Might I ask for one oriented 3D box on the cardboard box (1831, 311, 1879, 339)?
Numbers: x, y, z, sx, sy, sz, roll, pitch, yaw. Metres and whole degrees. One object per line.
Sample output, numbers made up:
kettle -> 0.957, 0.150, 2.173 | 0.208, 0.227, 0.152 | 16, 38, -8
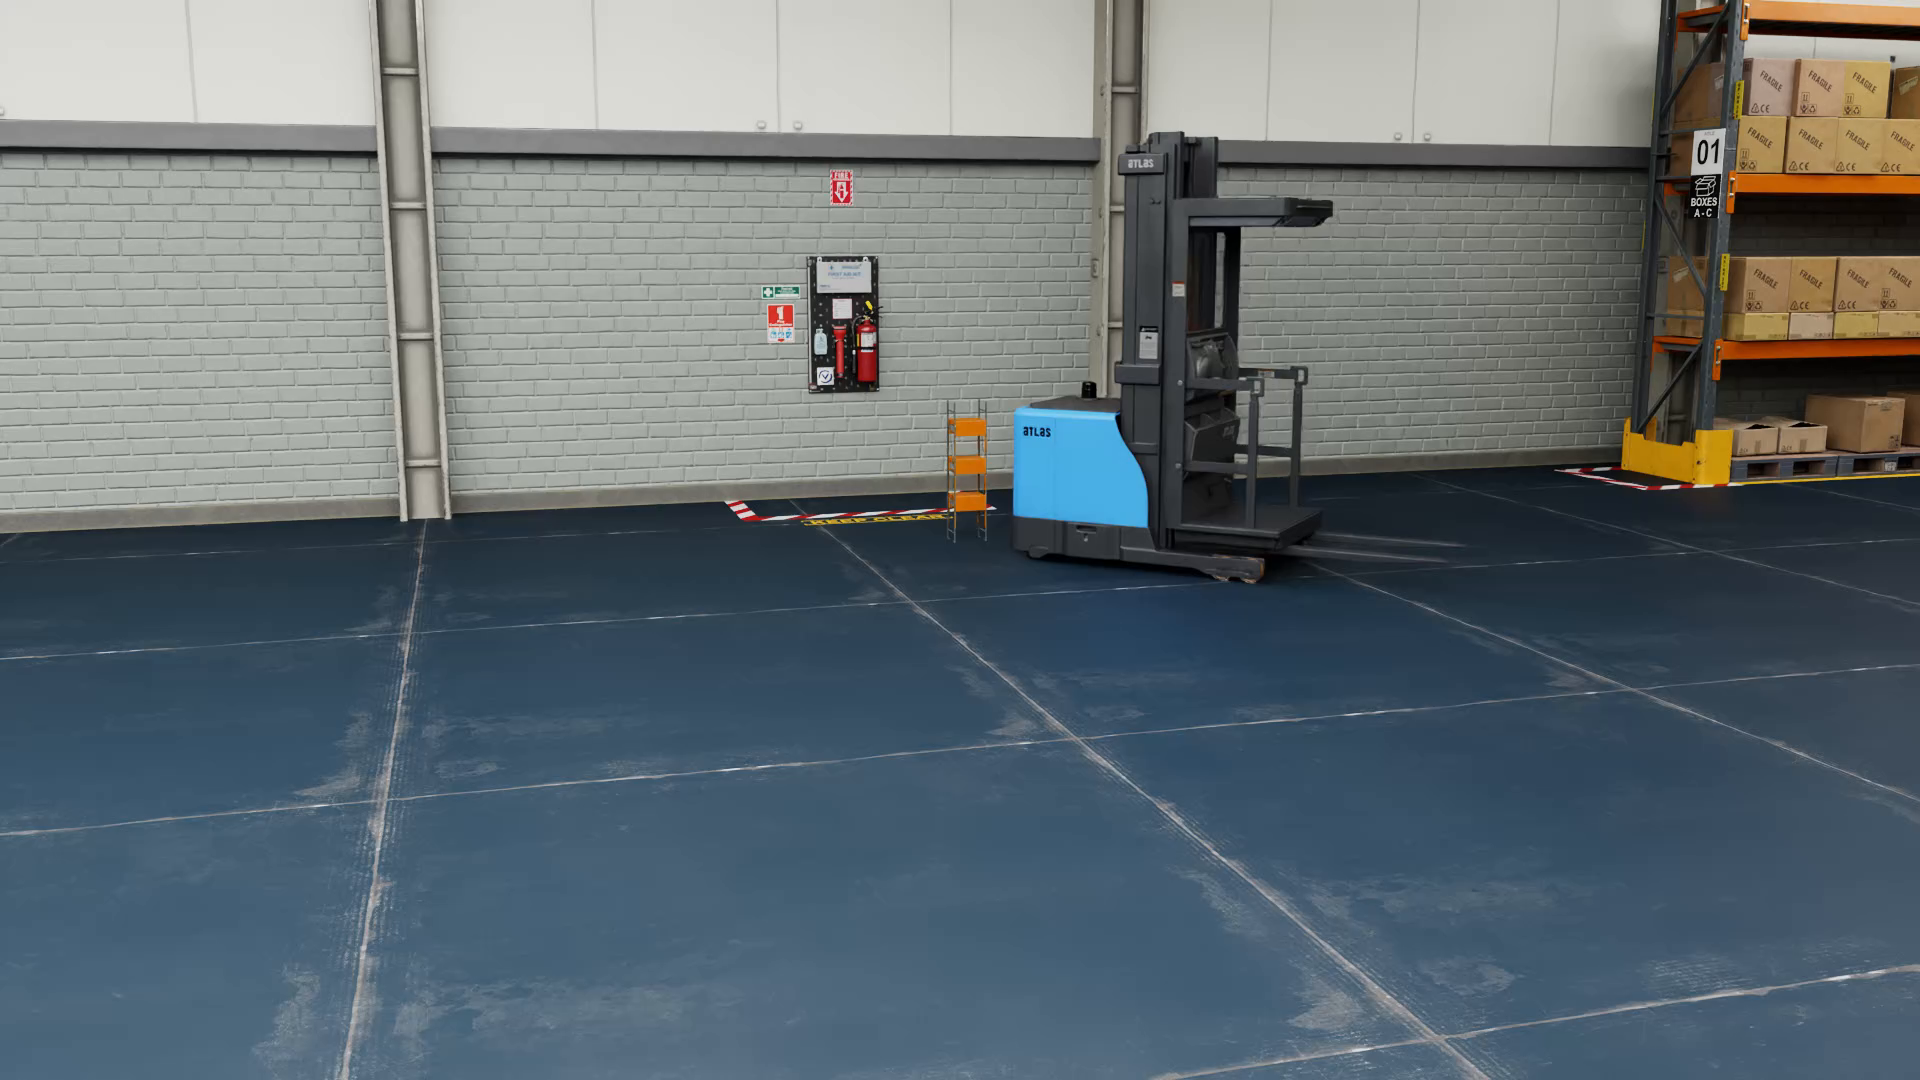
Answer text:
cardboard box -> 8.281, -2.044, 15.723 | 0.500, 0.250, 0.500 | -3, 11, -17

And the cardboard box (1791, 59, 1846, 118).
cardboard box -> 7.672, -4.105, 15.180 | 0.500, 0.500, 0.500 | -3, 11, -17

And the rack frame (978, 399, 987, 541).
rack frame -> 0.169, -0.525, 12.500 | 0.008, 1.050, 0.200 | -3, 11, -16

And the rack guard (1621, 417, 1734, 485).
rack guard -> 6.812, -0.859, 15.834 | 0.348, 0.500, 1.175 | -3, 11, -16

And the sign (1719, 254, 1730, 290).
sign -> 6.891, -2.416, 14.996 | 0.005, 0.325, 0.100 | -3, 11, -16

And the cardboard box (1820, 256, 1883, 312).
cardboard box -> 8.256, -2.410, 15.640 | 0.500, 0.500, 0.500 | -3, 11, -18

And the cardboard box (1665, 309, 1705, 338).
cardboard box -> 7.133, -2.078, 15.910 | 0.500, 0.250, 0.500 | -3, 11, -15

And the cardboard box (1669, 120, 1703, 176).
cardboard box -> 7.069, -3.684, 15.658 | 0.500, 0.500, 0.500 | -2, 11, -12

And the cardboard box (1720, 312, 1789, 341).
cardboard box -> 7.296, -1.990, 15.432 | 0.500, 0.250, 0.500 | -3, 11, -18

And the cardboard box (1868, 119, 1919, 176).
cardboard box -> 8.661, -3.671, 15.588 | 0.500, 0.500, 0.500 | -2, 11, -12

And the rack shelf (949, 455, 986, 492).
rack shelf -> 0.051, -0.509, 12.468 | 0.240, 0.259, 0.215 | -3, 11, -16

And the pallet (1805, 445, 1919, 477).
pallet -> 8.771, -0.813, 16.381 | 1.213, 0.211, 1.003 | -3, 11, -16

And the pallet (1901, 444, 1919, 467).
pallet -> 9.944, -0.876, 16.720 | 1.213, 0.211, 1.003 | -3, 11, -16

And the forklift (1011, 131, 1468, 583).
forklift -> 1.909, -1.264, 11.315 | 3.031, 2.935, 1.130 | 5, 12, 27

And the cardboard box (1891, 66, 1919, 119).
cardboard box -> 9.152, -4.183, 15.605 | 0.500, 0.500, 0.500 | -3, 11, -18

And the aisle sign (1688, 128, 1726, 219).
aisle sign -> 6.754, -3.308, 15.048 | 0.004, 0.787, 0.394 | -3, 11, -16

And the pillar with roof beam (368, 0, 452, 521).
pillar with roof beam -> -3.149, -3.865, 8.689 | 0.400, 9.000, 9.100 | -3, 11, -16

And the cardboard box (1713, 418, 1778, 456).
cardboard box -> 7.428, -0.998, 15.895 | 0.500, 0.311, 0.500 | -4, 11, -22

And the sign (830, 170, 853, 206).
sign -> -1.011, -3.006, 14.185 | 0.199, 0.298, 0.001 | -3, 11, -16

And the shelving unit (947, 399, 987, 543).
shelving unit -> 0.051, -0.519, 12.466 | 0.252, 1.050, 0.215 | -3, 11, -16

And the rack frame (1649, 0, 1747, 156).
rack frame -> 6.739, -5.035, 15.043 | 0.127, 3.000, 1.000 | -3, 11, -16

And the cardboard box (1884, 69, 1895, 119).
cardboard box -> 8.565, -4.253, 15.985 | 0.500, 0.500, 0.500 | -3, 11, -16

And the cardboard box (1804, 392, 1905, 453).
cardboard box -> 8.694, -1.149, 16.189 | 0.500, 0.500, 0.700 | -4, 11, -20

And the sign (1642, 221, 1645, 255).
sign -> 6.603, -2.907, 15.982 | 0.005, 0.325, 0.100 | -3, 11, -16

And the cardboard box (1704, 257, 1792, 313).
cardboard box -> 7.281, -2.362, 15.378 | 0.500, 0.500, 0.500 | -3, 11, -16

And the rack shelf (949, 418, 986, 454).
rack shelf -> 0.051, -0.788, 12.417 | 0.240, 0.259, 0.215 | -3, 11, -16

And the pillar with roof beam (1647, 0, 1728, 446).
pillar with roof beam -> 8.372, -4.473, 11.987 | 0.400, 9.000, 9.100 | -3, 11, -16

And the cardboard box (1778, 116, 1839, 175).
cardboard box -> 7.655, -3.613, 15.274 | 0.500, 0.500, 0.500 | -2, 11, -12

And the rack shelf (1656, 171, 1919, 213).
rack shelf -> 8.659, -3.307, 15.930 | 4.000, 0.370, 1.077 | -3, 11, -16
